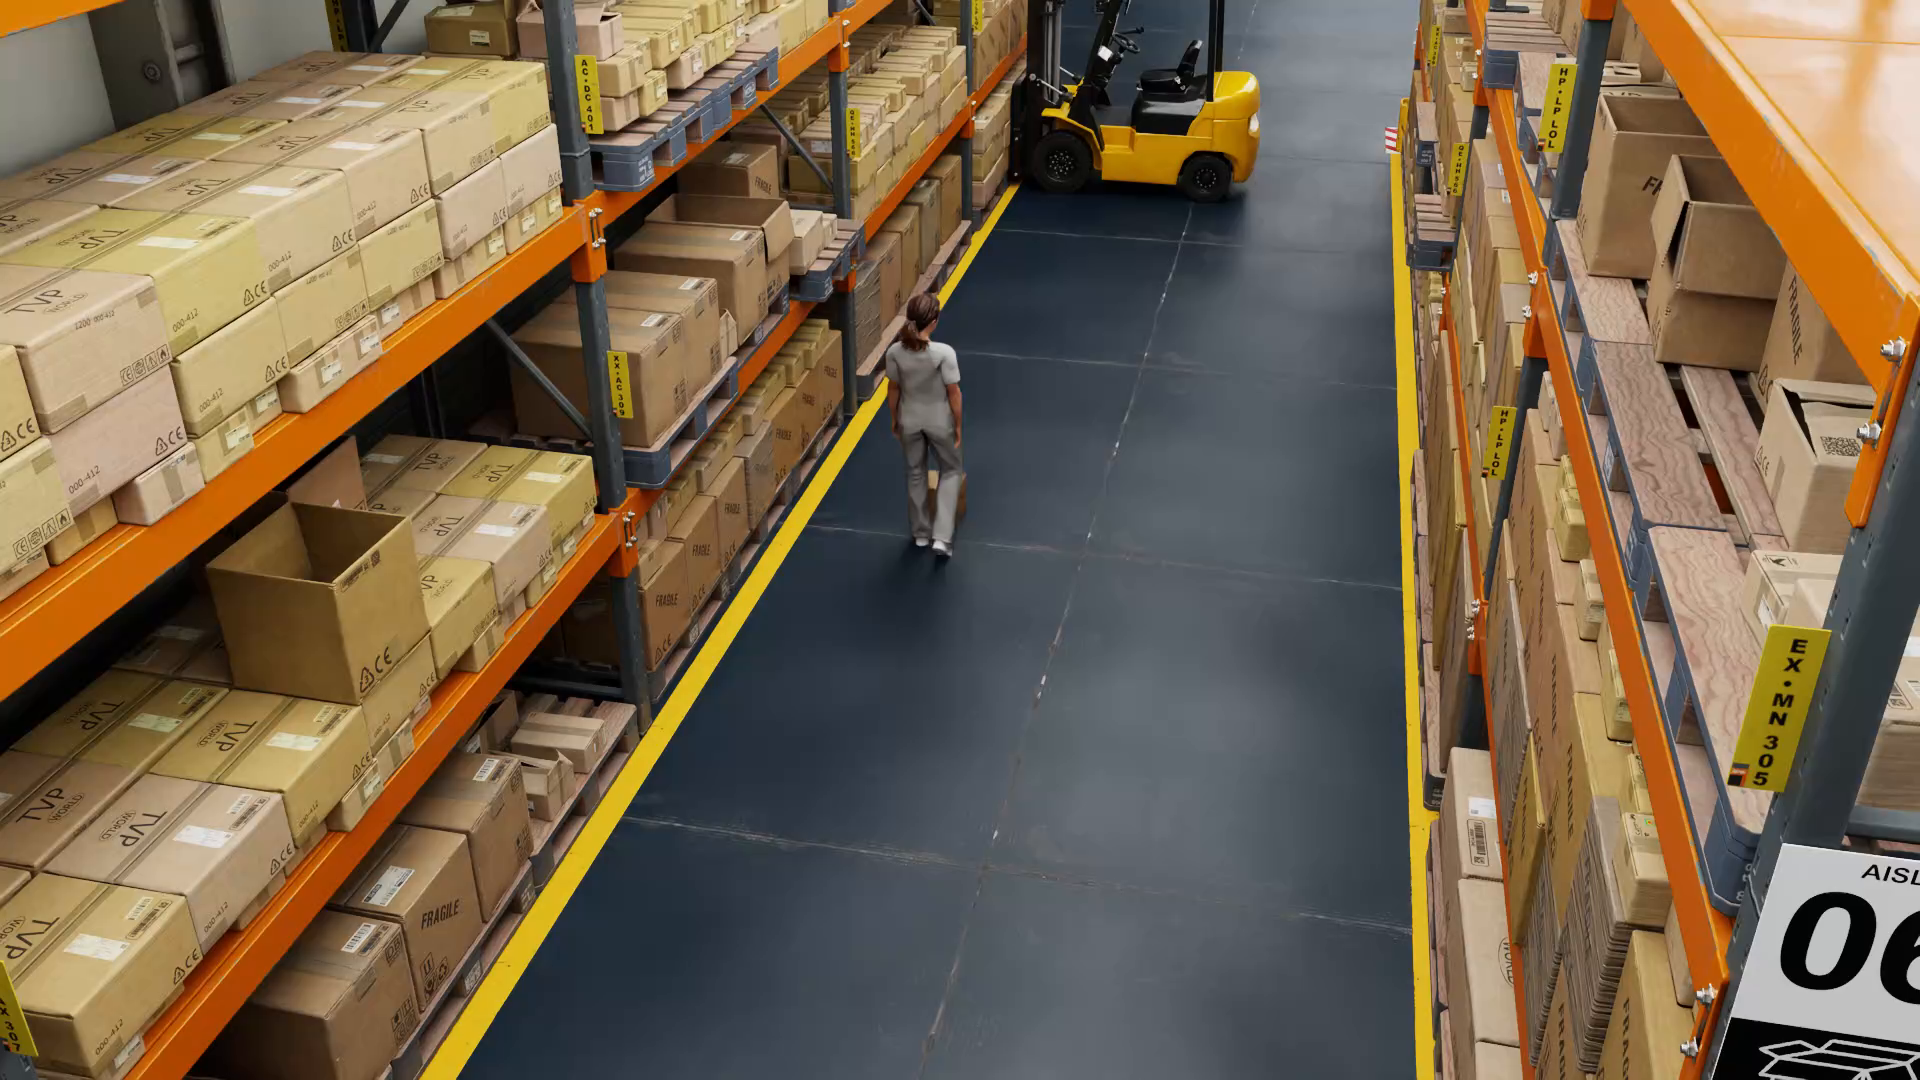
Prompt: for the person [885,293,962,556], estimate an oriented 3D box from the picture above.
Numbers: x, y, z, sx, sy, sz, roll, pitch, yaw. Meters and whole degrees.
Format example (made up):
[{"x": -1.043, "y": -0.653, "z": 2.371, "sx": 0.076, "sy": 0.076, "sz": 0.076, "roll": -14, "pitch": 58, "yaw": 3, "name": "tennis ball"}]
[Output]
[{"x": -0.193, "y": -0.555, "z": 9.957, "sx": 0.456, "sy": 1.485, "sz": 0.515, "roll": 5, "pitch": 29, "yaw": 10, "name": "person"}]
